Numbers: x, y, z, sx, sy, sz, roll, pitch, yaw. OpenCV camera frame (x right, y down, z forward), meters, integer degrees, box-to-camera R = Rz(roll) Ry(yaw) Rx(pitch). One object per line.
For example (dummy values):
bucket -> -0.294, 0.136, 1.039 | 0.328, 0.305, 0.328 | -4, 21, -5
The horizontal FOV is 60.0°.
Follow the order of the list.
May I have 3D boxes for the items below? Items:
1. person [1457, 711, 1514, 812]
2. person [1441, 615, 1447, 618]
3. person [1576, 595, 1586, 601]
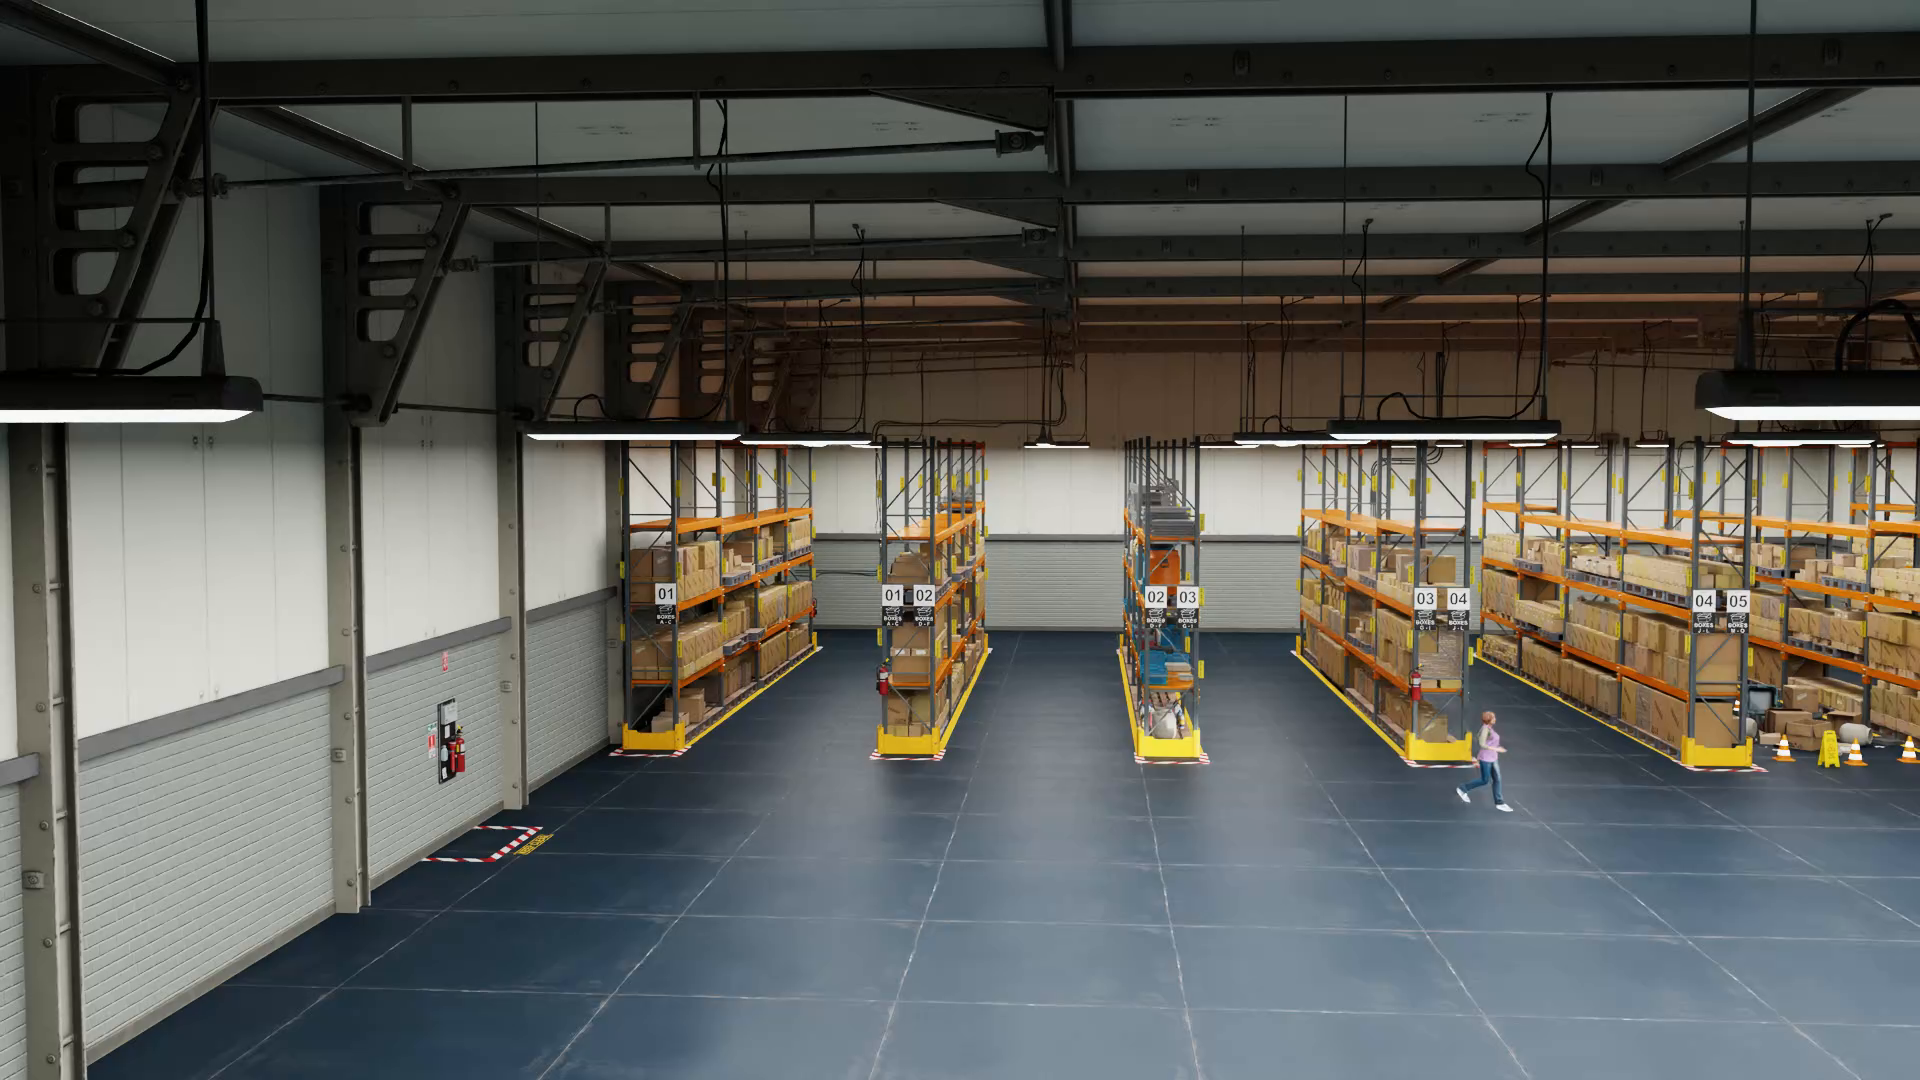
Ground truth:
person -> 8.354, 3.502, 26.426 | 0.883, 1.593, 0.547 | 2, 4, 33
person -> 13.149, 2.421, 45.818 | 0.773, 1.672, 0.632 | 2, 3, 29
person -> 17.795, 2.388, 47.433 | 0.757, 1.648, 0.586 | 0, 3, 6
